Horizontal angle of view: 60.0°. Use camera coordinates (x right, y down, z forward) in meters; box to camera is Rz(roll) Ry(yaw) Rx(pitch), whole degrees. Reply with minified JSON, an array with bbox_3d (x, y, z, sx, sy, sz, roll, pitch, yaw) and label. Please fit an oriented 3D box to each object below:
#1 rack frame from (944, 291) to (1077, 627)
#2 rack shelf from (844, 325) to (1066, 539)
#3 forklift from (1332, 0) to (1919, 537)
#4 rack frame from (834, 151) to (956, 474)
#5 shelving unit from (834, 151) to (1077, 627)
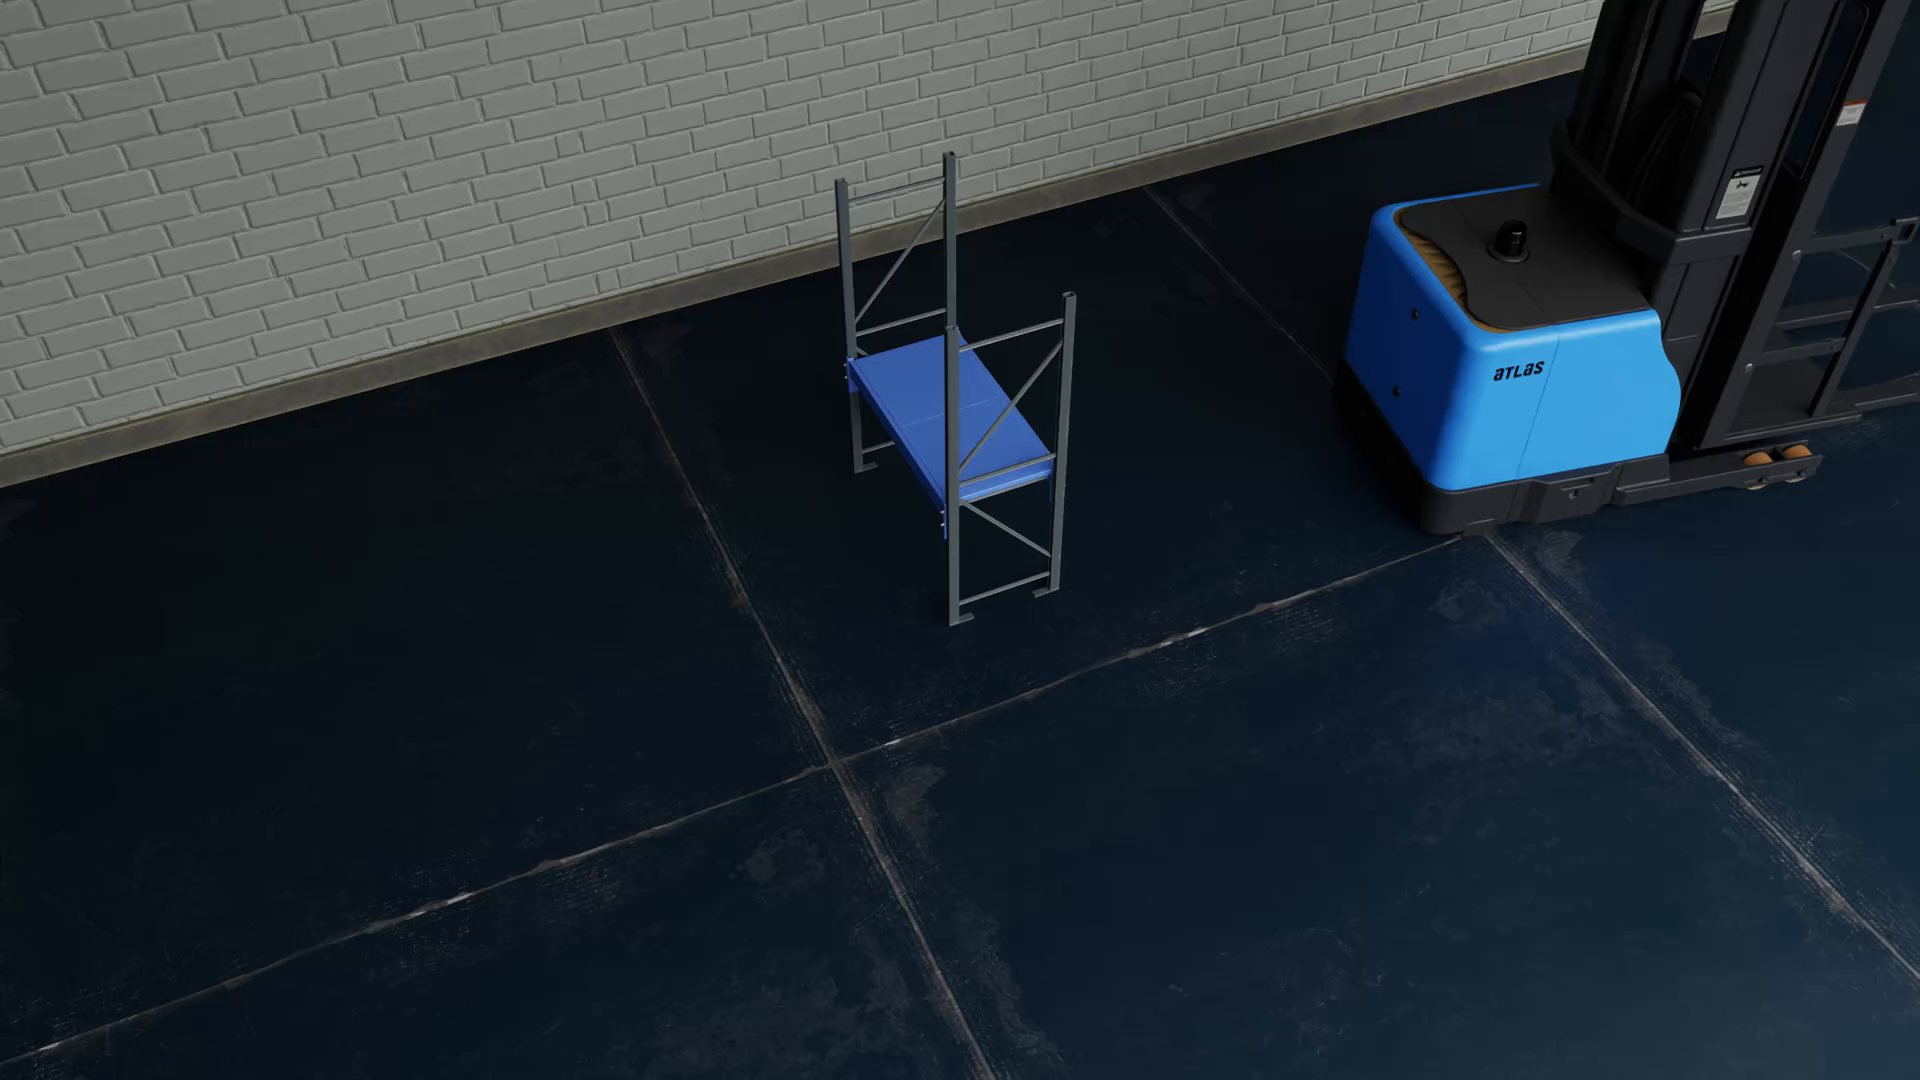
[{"bbox_3d":[0.178,-0.264,6.319,0.500,1.500,0.032,-18,47,-17],"label":"rack frame"},{"bbox_3d":[-0.036,-0.460,6.773,0.538,0.185,1.000,-18,47,-17],"label":"rack shelf"},{"bbox_3d":[3.298,-1.616,6.670,3.031,2.935,1.130,-10,46,-10],"label":"forklift"},{"bbox_3d":[-0.250,-0.912,6.975,0.500,1.500,0.032,-18,47,-17],"label":"rack frame"},{"bbox_3d":[-0.036,-0.588,6.647,0.538,1.500,1.048,-18,47,-17],"label":"shelving unit"}]
